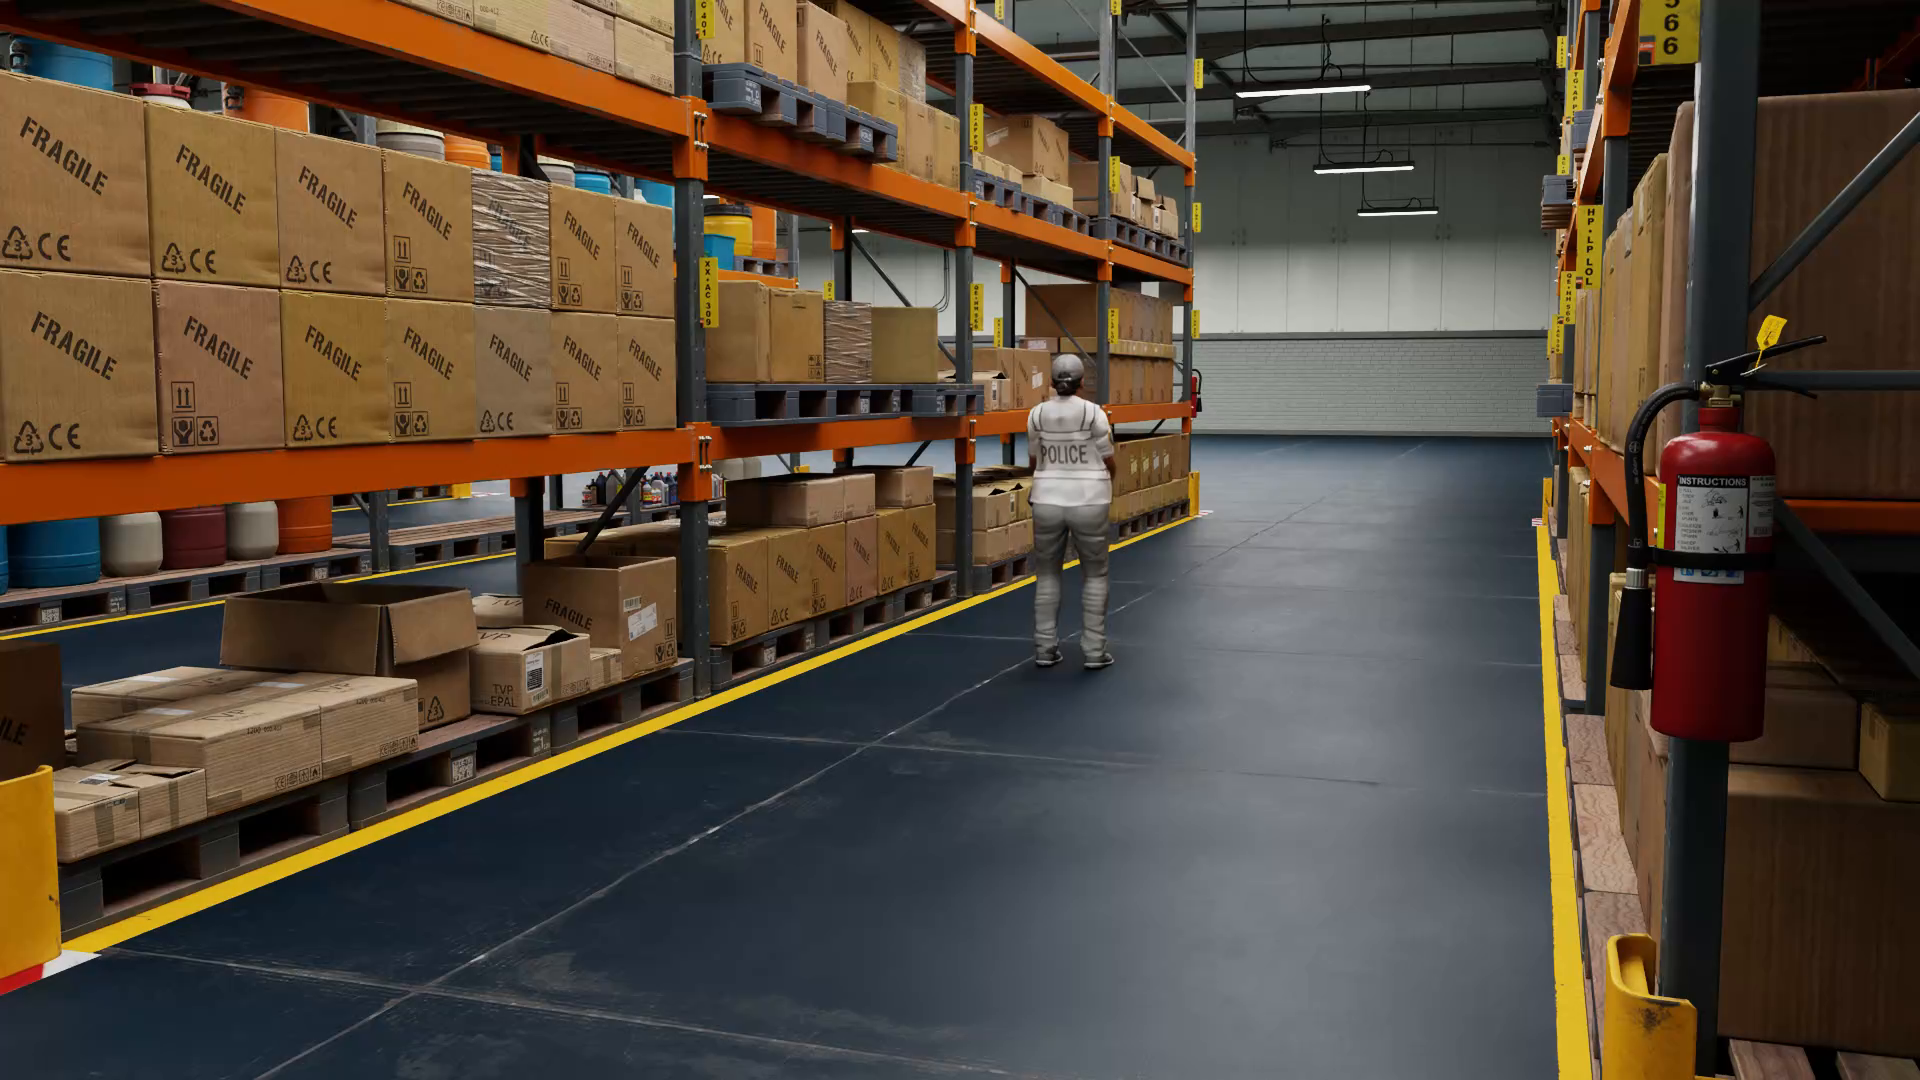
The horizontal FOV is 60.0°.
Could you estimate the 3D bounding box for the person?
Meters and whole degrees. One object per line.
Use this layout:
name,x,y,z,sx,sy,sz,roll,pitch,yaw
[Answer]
person,0.585,-0.189,8.888,0.523,1.598,0.469,2,6,16
